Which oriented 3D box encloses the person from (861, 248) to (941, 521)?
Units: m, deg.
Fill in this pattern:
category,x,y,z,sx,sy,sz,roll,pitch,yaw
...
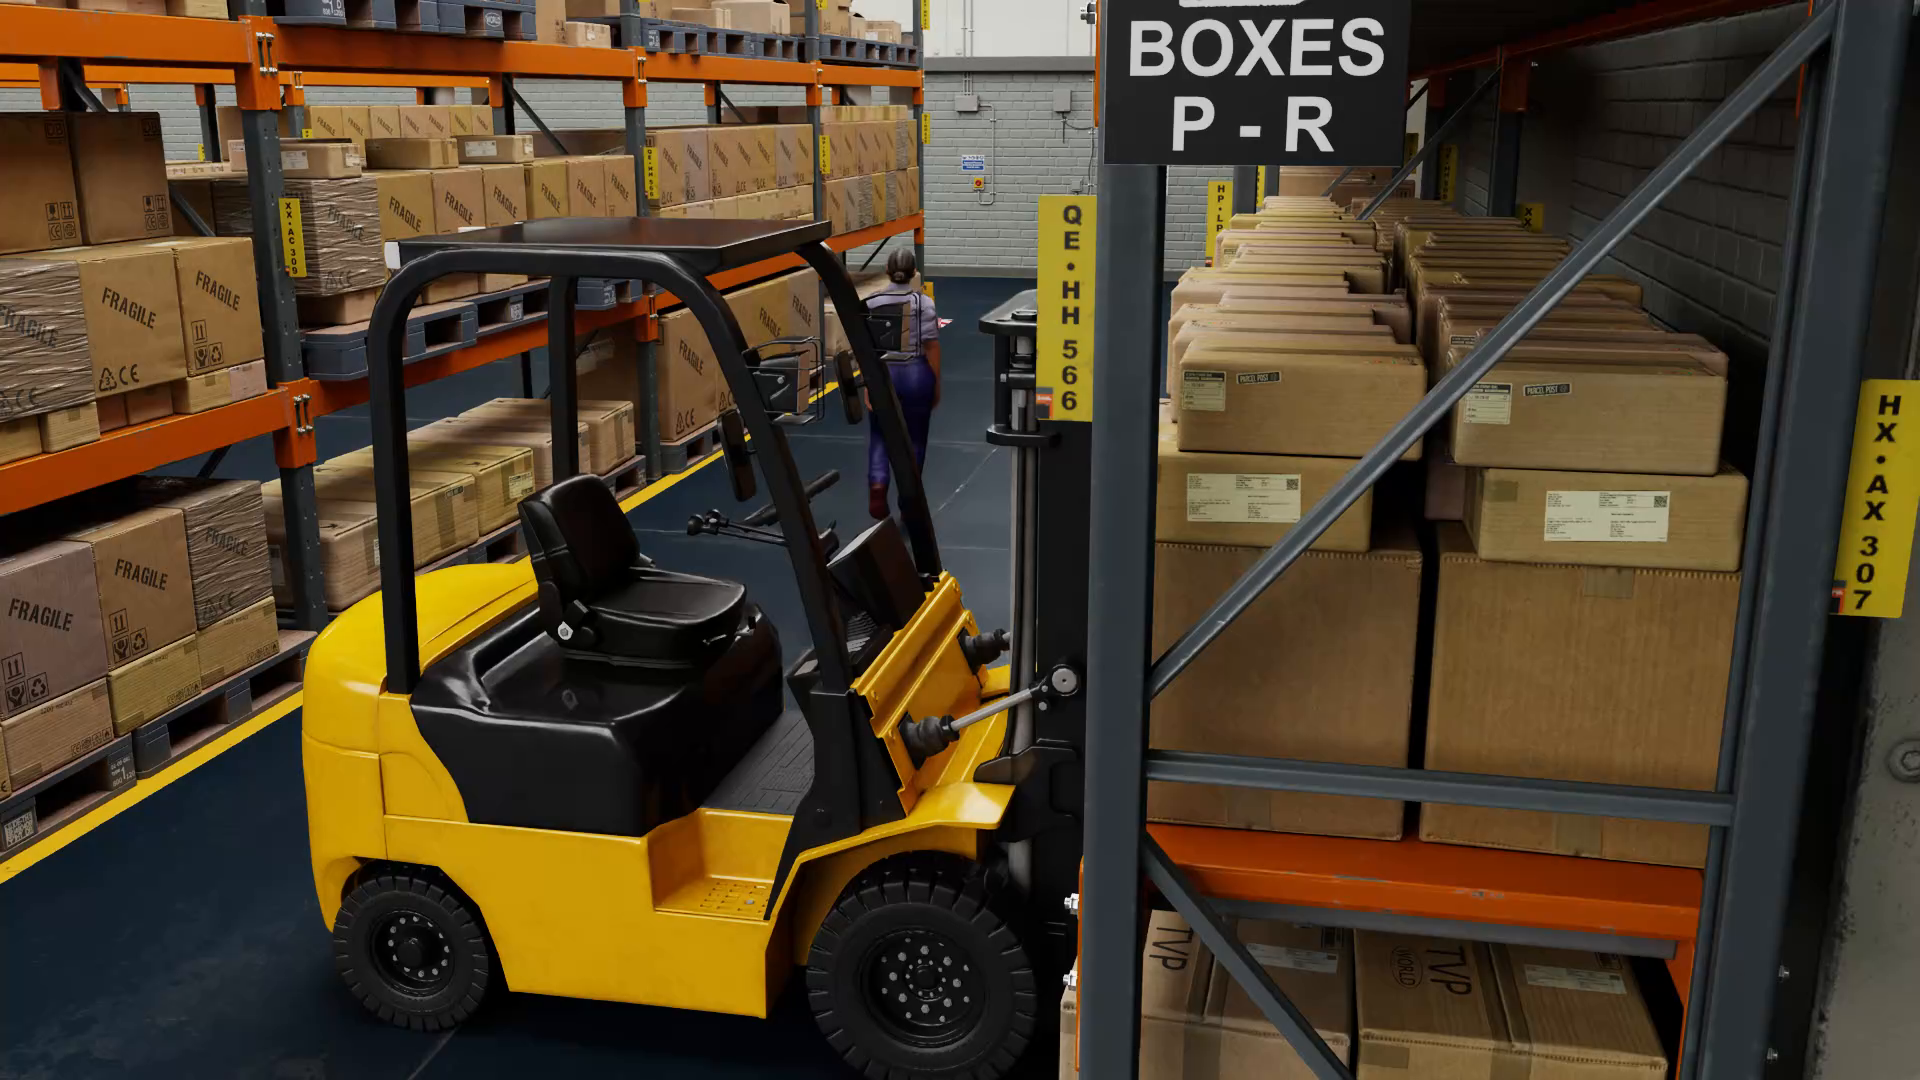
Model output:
category,x,y,z,sx,sy,sz,roll,pitch,yaw
person,-0.352,-0.923,9.951,0.477,1.639,0.465,2,15,8
